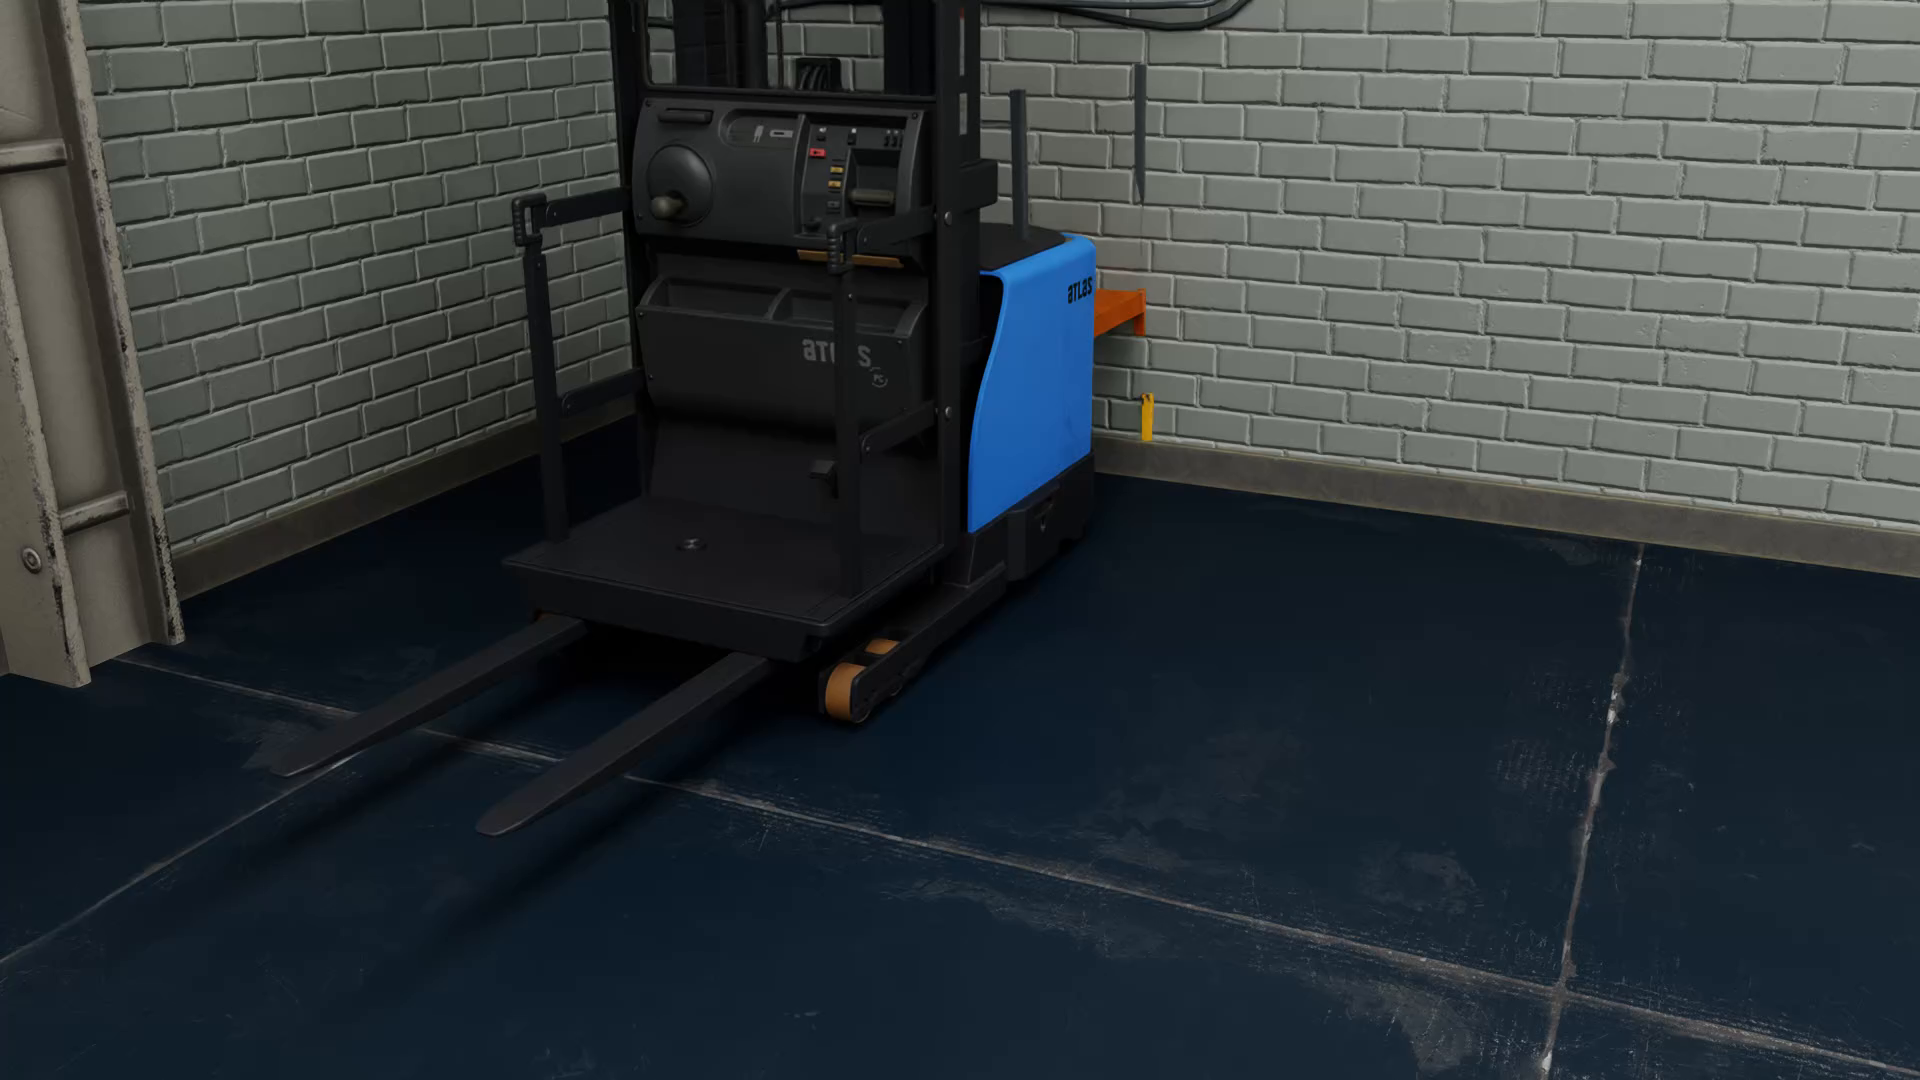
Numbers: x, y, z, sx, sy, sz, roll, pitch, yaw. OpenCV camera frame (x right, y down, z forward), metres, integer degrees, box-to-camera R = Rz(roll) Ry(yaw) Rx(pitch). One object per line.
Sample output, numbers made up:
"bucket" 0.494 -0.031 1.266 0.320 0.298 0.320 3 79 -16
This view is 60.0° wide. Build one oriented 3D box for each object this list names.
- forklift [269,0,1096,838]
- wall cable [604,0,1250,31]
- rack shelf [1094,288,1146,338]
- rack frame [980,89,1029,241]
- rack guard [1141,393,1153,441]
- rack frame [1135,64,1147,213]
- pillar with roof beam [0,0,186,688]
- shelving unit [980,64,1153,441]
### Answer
"forklift" -0.621 -1.046 4.536 1.130 2.935 3.031 9 22 25
"wall cable" -0.271 -3.169 6.083 3.097 2.526 0.112 9 21 23
"rack shelf" 0.263 -0.769 6.195 0.538 0.185 1.000 9 23 28
"rack frame" 0.013 -0.777 5.717 0.500 1.500 0.032 9 23 28
"rack guard" 0.523 -0.511 6.762 0.587 0.250 0.087 9 23 28
"rack frame" 0.502 -1.098 6.549 0.500 1.500 0.032 9 23 28
"pillar with roof beam" 1.331 -3.305 1.832 9.100 9.000 0.400 9 21 23
"shelving unit" 0.262 -0.940 6.141 0.587 1.500 1.083 9 23 28
